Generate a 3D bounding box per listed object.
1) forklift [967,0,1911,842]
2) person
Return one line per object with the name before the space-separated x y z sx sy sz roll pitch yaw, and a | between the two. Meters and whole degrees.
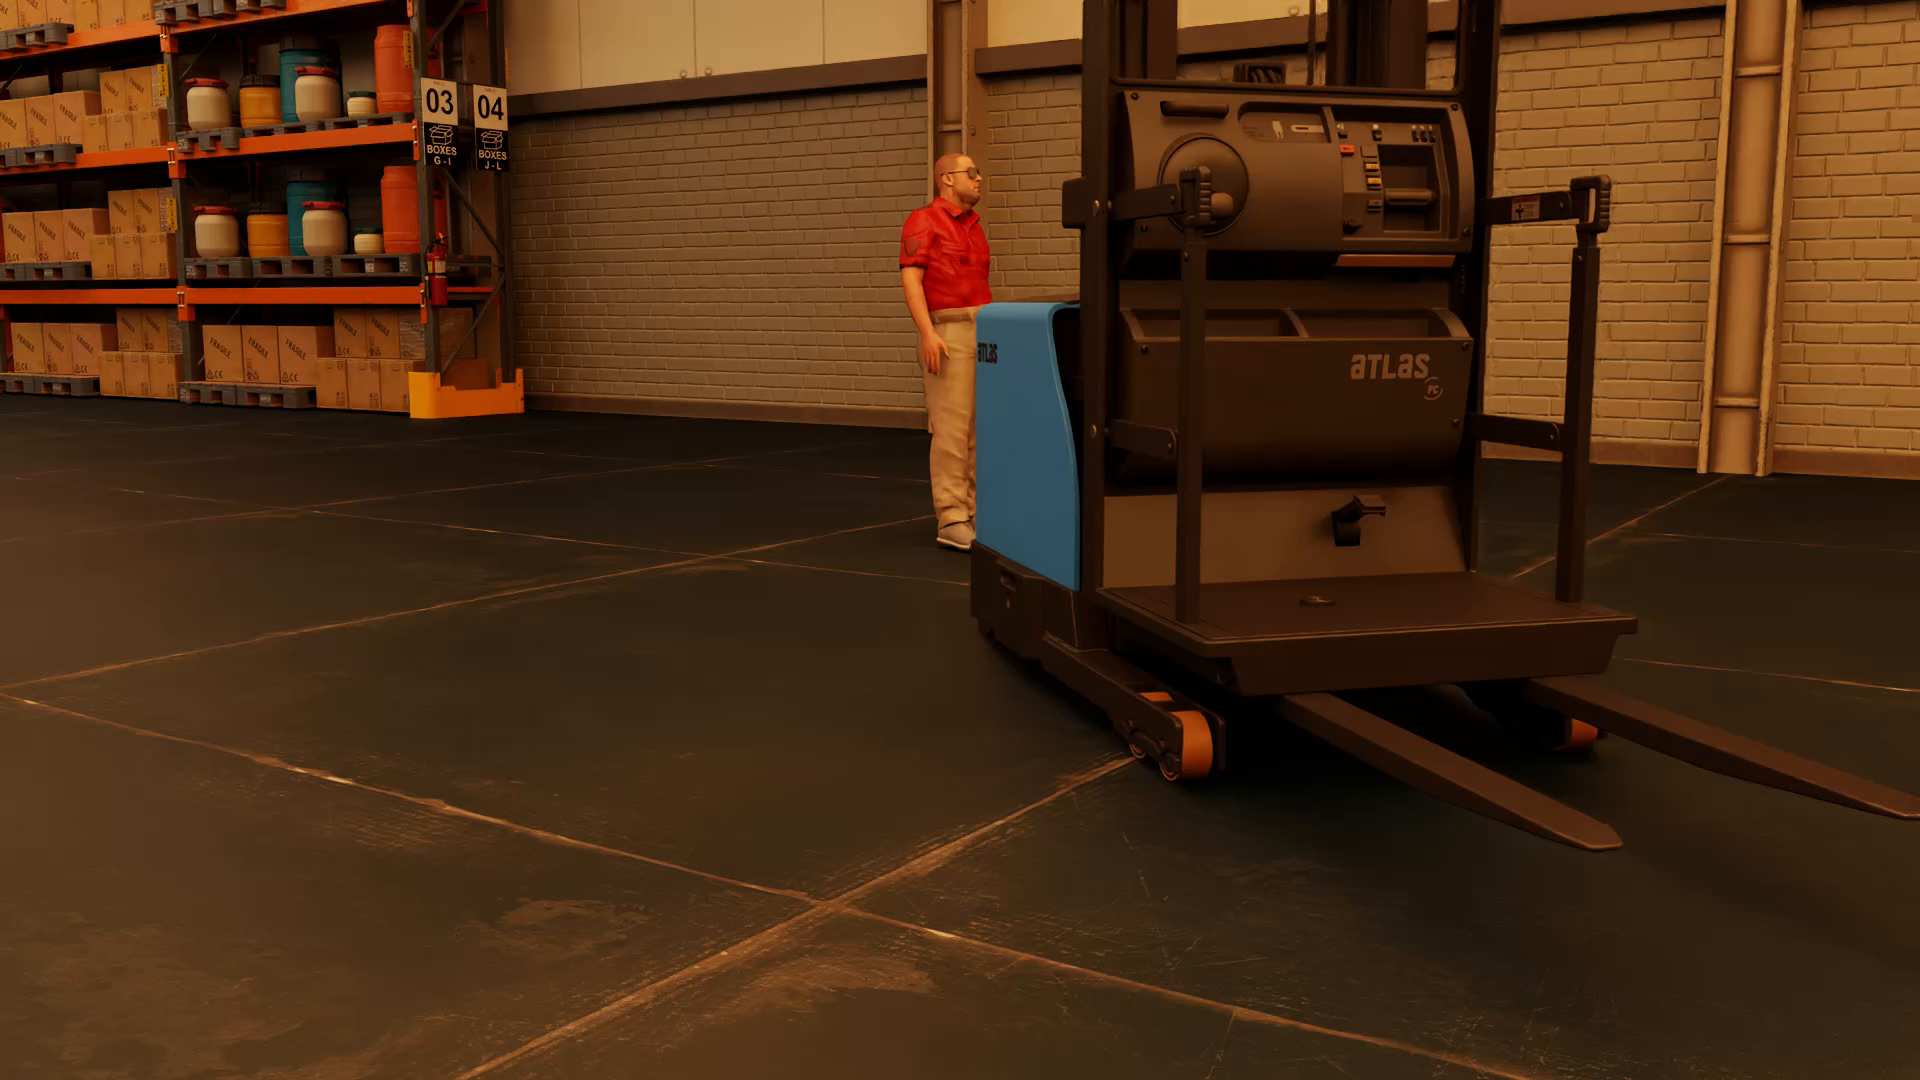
forklift | 0.903 -0.970 4.017 1.130 2.935 3.031 -2 8 -15
person | 0.067 -0.854 7.421 0.551 1.727 0.640 5 10 34
